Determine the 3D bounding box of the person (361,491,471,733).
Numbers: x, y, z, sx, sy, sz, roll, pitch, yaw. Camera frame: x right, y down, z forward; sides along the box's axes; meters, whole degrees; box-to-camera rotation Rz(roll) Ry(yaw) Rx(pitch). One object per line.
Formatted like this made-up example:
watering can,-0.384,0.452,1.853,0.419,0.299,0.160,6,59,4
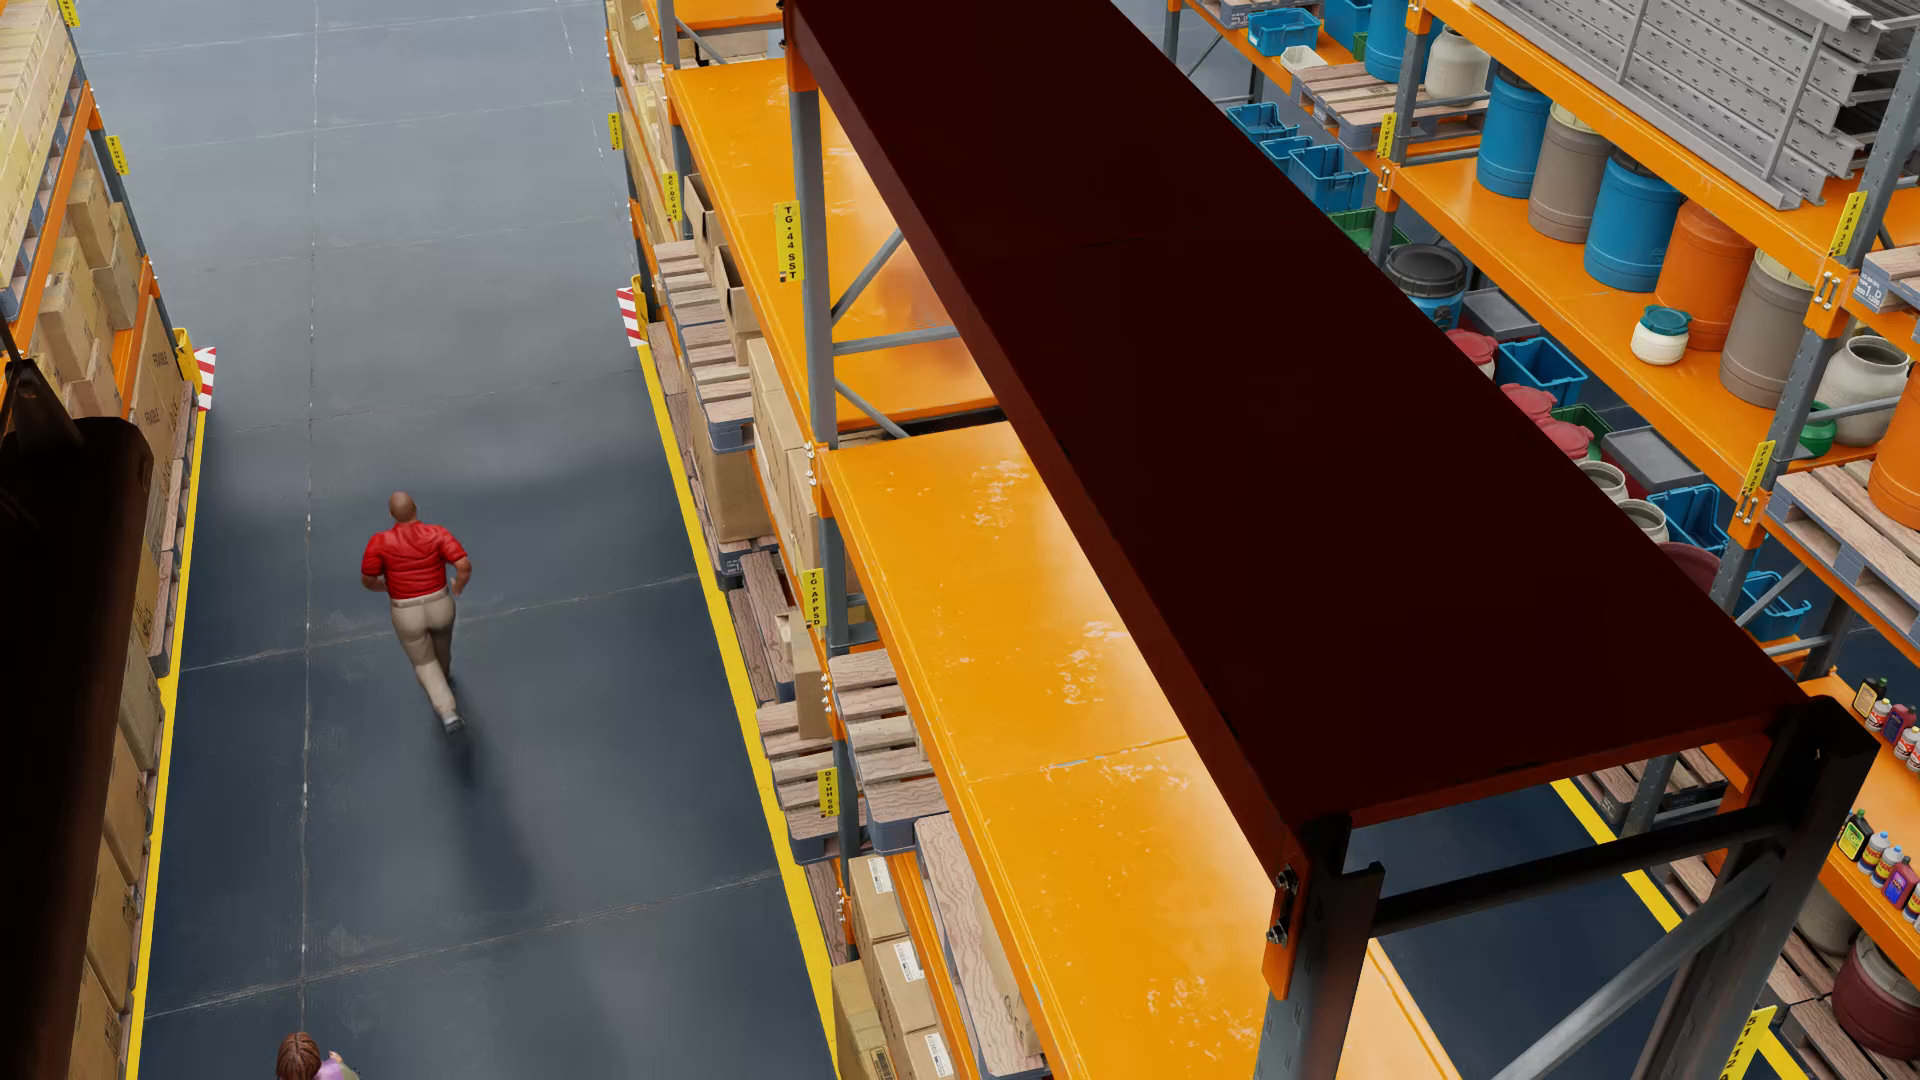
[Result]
person,-3.467,0.513,10.843,0.664,1.733,1.081,-17,41,-20

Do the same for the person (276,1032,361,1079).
person,-2.971,2.893,7.883,0.537,1.595,0.875,-13,40,-16
